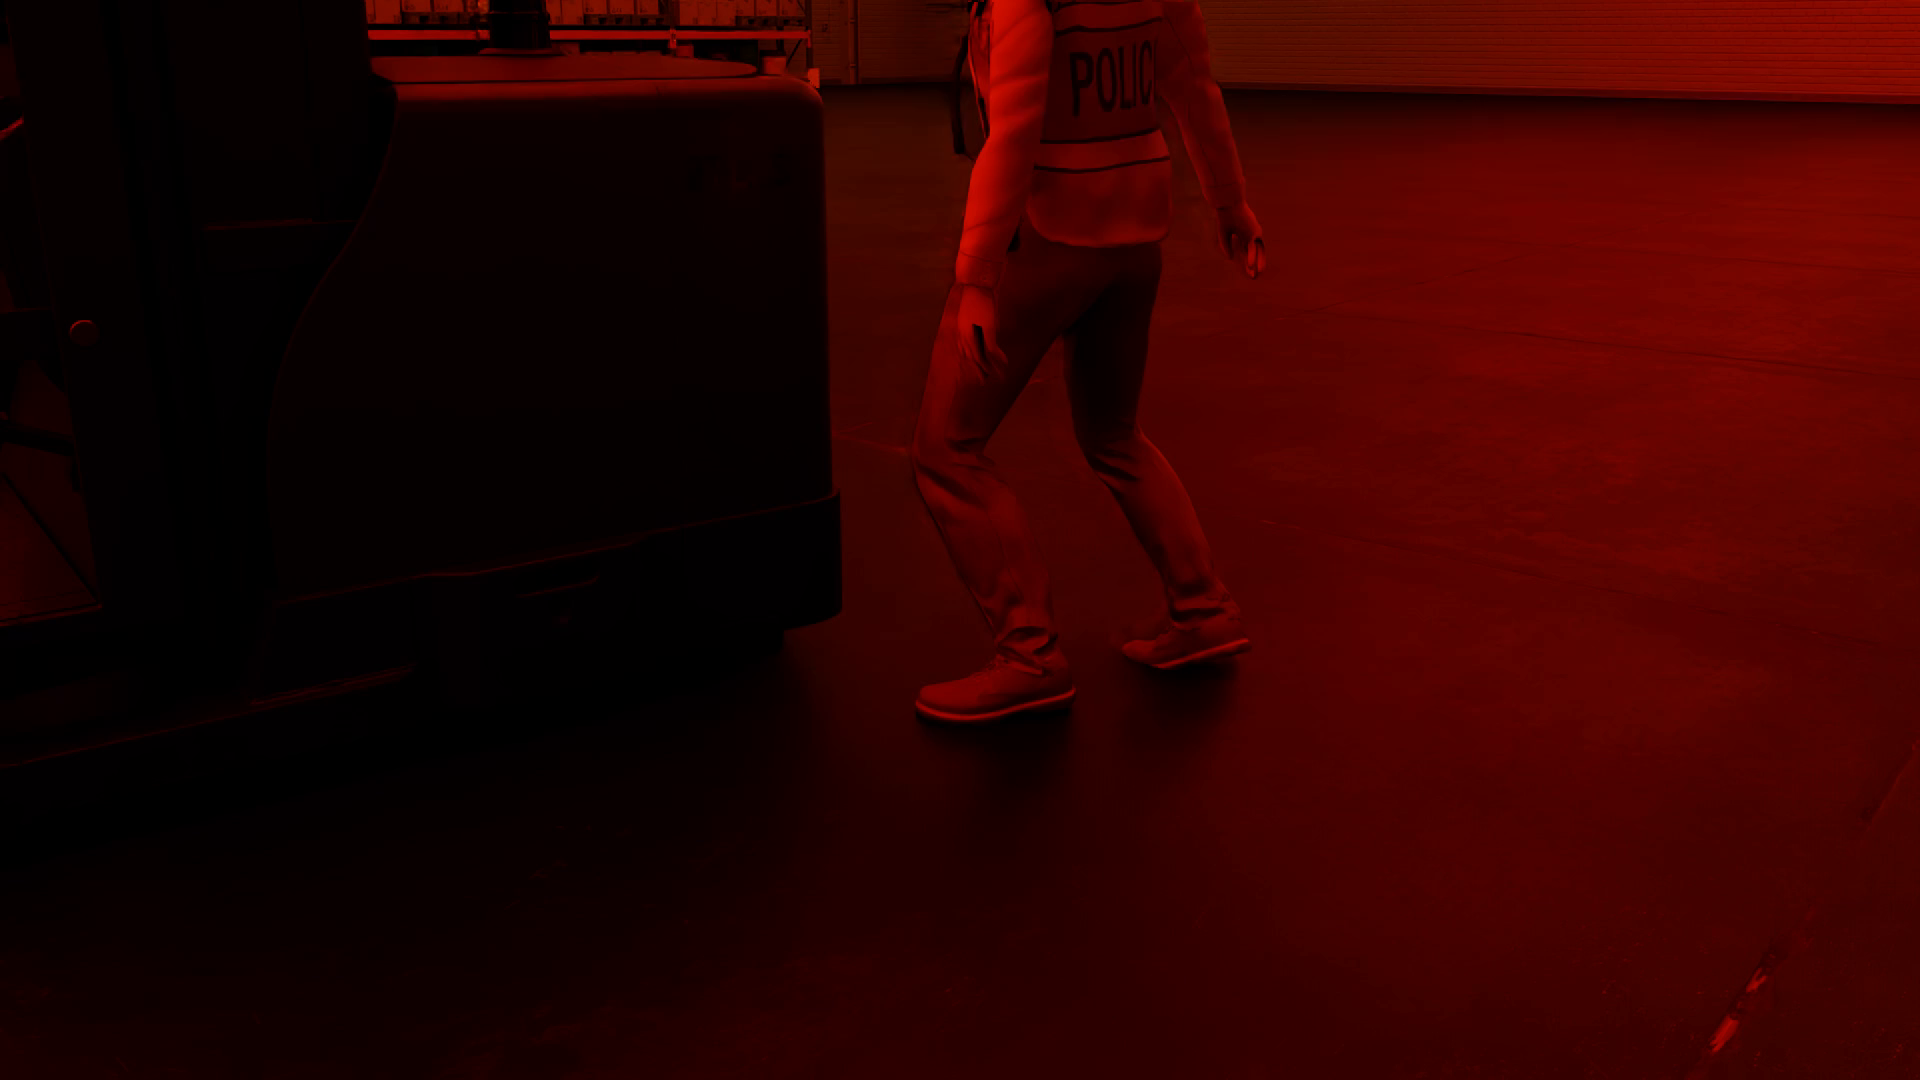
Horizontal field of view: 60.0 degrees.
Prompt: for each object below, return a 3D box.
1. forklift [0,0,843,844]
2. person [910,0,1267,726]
[{"bbox_3d":[-1.716,-1.053,2.366,3.031,2.935,1.130,-12,21,-35],"label":"forklift"},{"bbox_3d":[0.269,-0.501,2.915,0.463,1.626,0.815,16,23,41],"label":"person"}]
